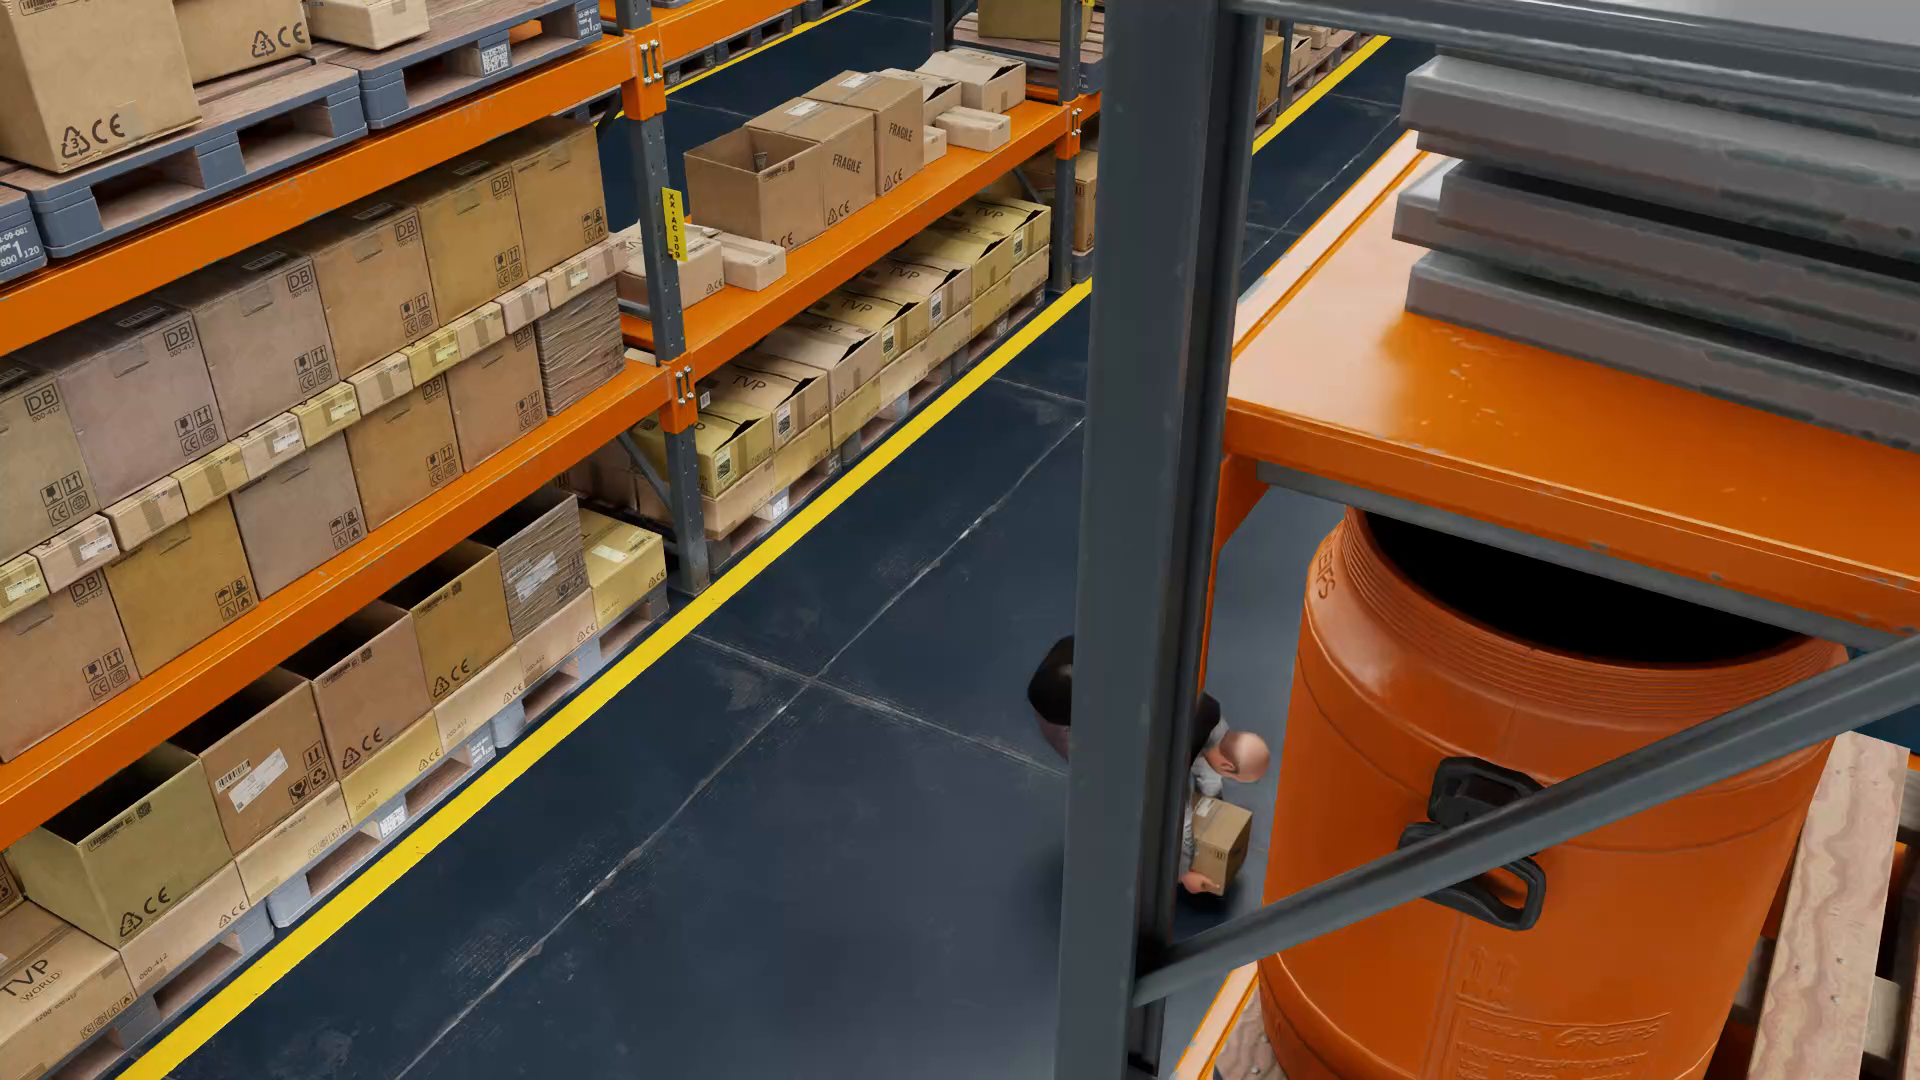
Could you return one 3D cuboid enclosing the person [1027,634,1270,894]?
[{"bbox_3d":[0.733,0.874,6.497,0.948,1.014,0.496,16,37,22],"label":"person"}]
